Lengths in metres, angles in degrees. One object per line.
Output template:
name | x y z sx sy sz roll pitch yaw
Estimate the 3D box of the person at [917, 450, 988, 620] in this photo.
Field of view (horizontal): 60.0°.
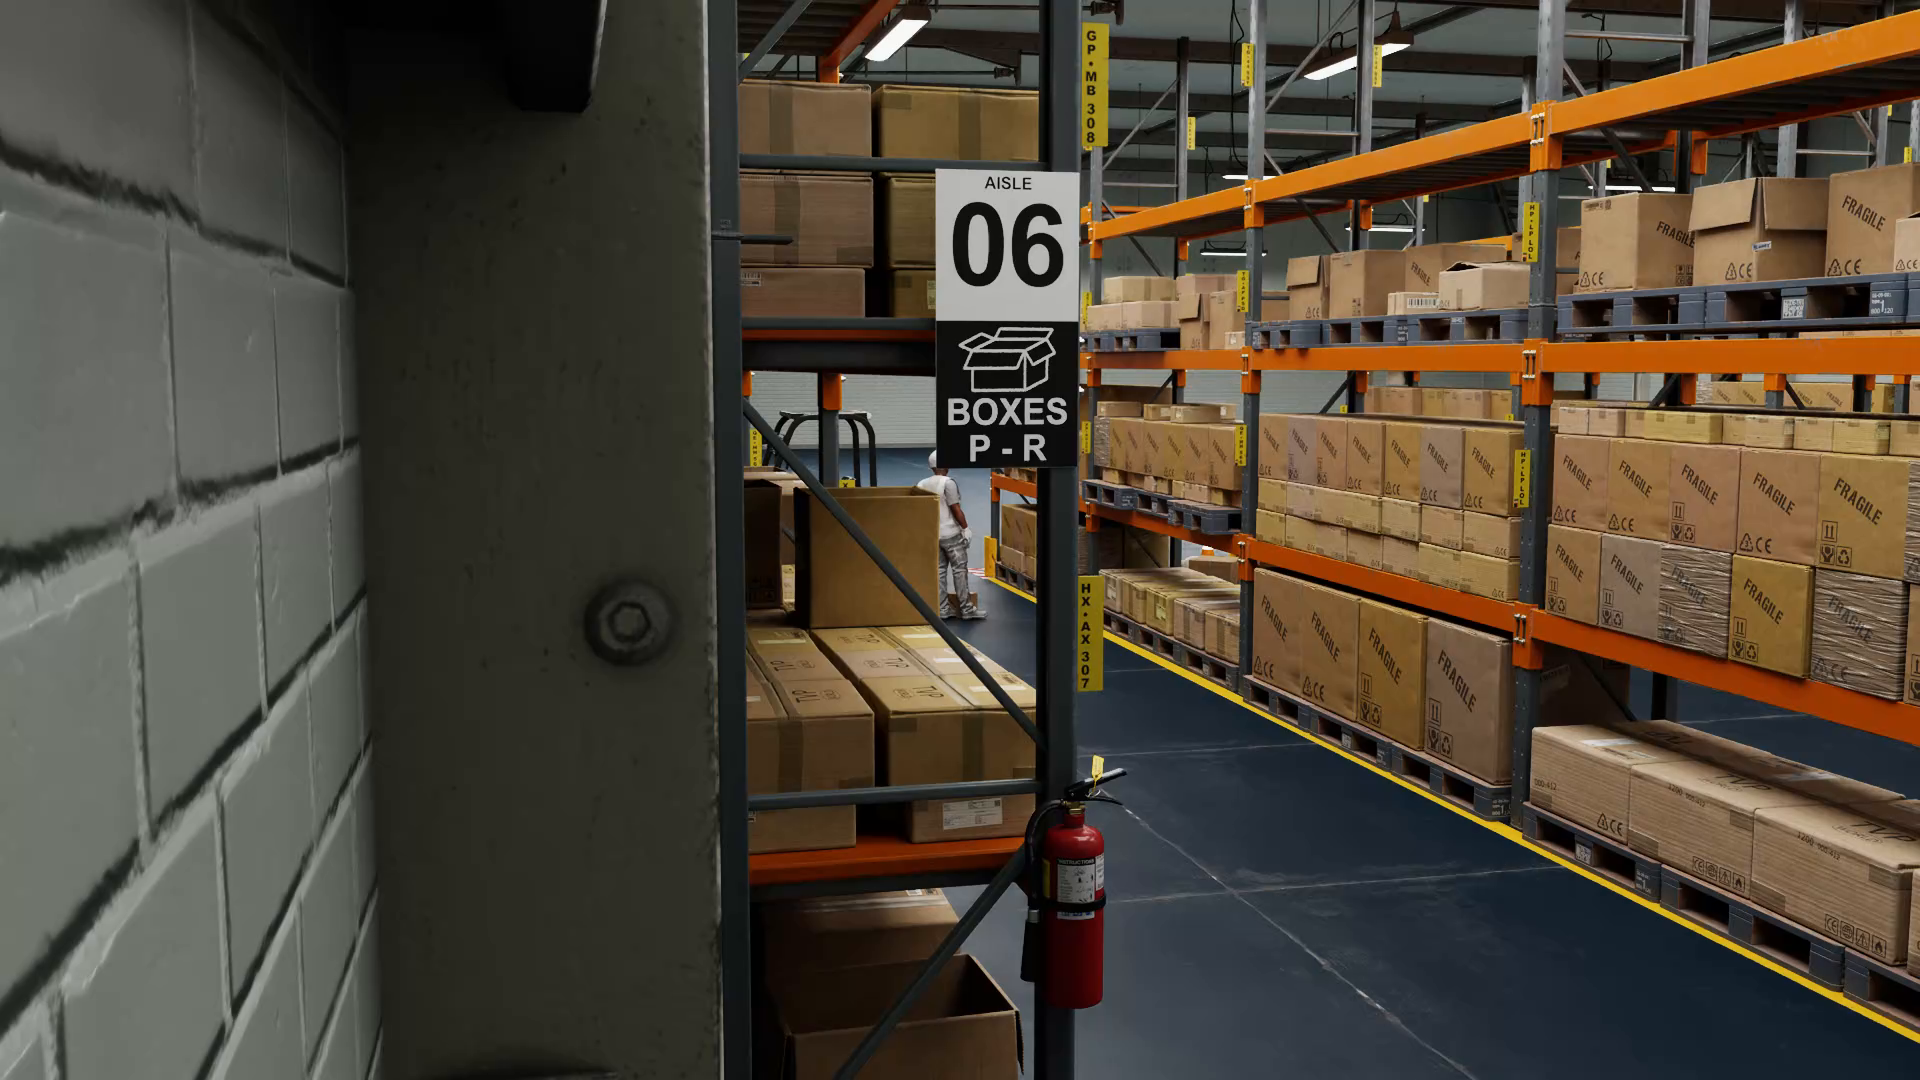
person | -0.104 -0.062 17.575 0.655 1.785 0.575 6 8 44
